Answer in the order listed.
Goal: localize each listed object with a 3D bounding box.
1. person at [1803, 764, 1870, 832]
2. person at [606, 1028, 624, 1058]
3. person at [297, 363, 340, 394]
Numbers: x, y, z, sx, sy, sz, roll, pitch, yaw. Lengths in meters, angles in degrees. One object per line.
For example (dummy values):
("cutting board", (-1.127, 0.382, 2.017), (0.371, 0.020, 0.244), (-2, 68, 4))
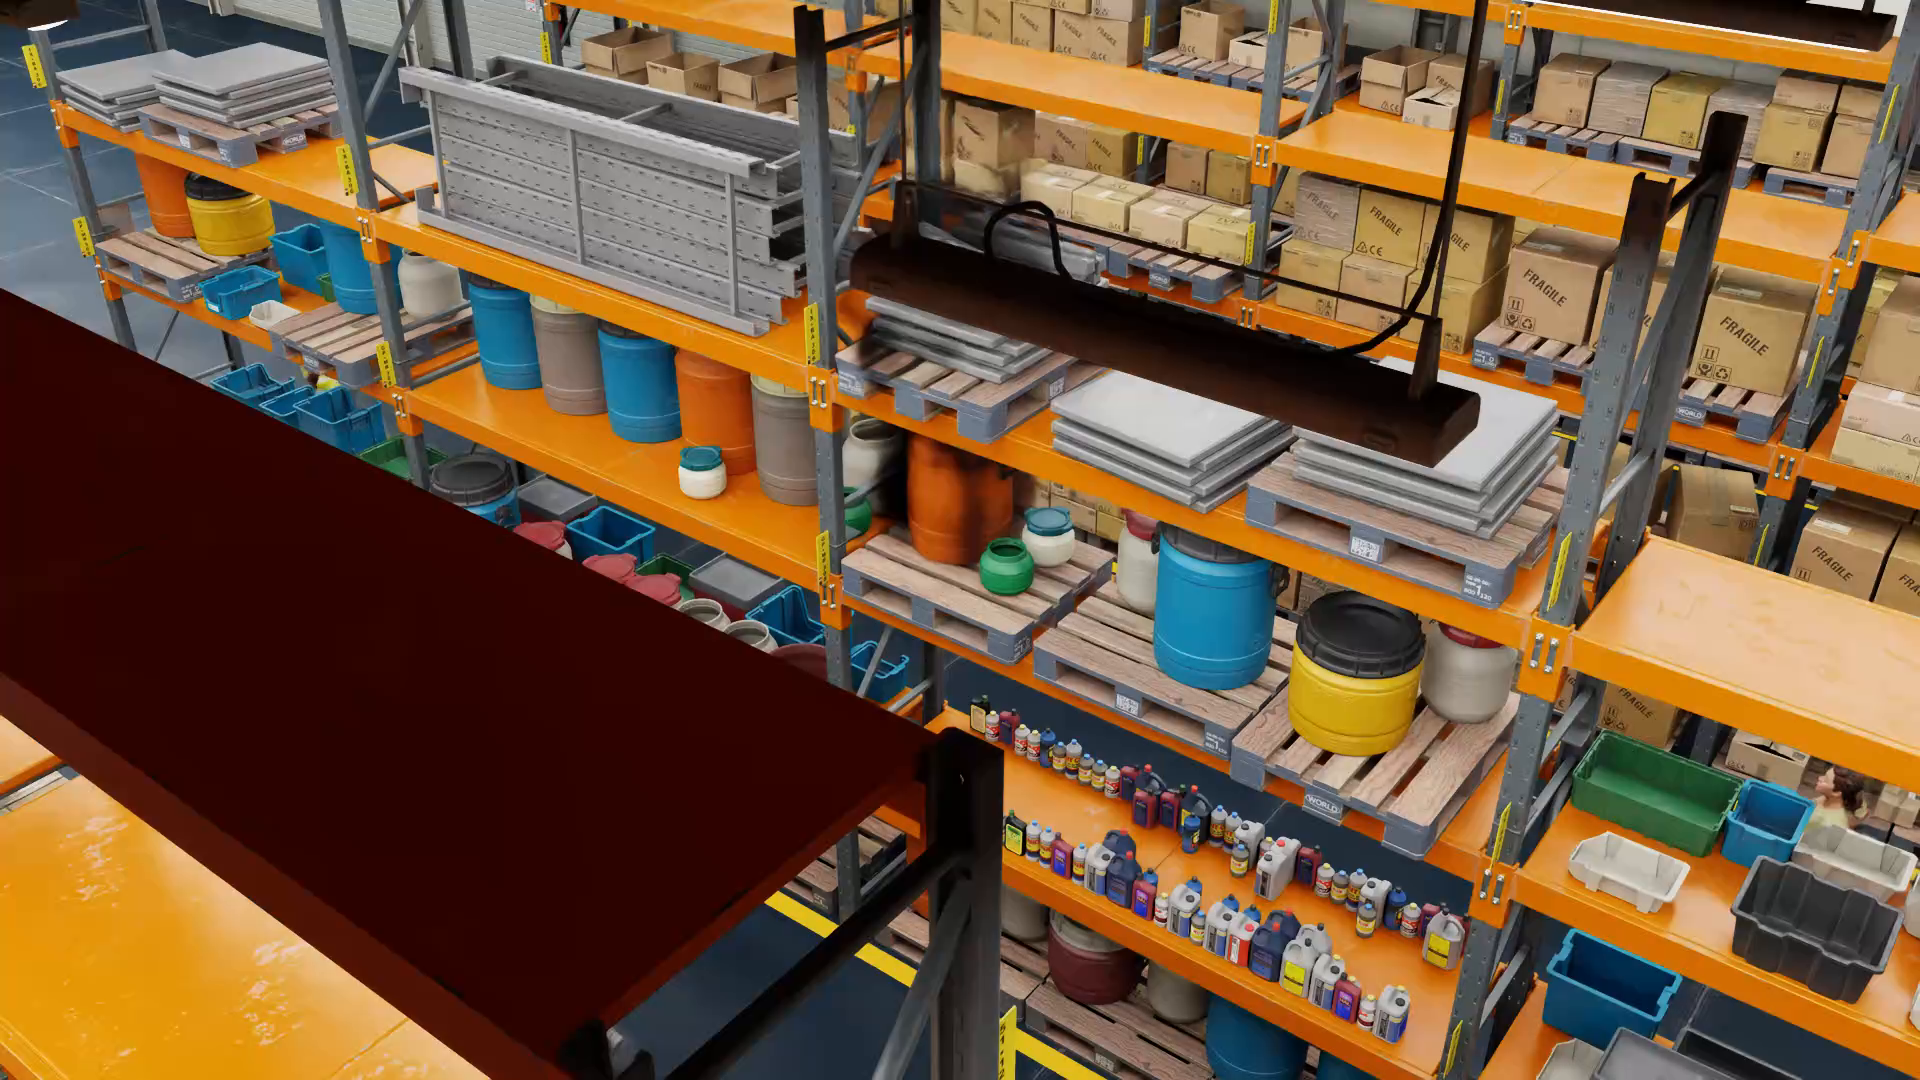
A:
("person", (5.249, 2.039, 10.338), (0.656, 1.659, 0.555), (14, 34, 22))
("person", (-2.299, 2.502, 9.548), (0.585, 1.733, 0.660), (16, 35, 24))
("person", (-6.185, -1.525, 16.122), (0.559, 1.707, 0.765), (11, 33, 17))
